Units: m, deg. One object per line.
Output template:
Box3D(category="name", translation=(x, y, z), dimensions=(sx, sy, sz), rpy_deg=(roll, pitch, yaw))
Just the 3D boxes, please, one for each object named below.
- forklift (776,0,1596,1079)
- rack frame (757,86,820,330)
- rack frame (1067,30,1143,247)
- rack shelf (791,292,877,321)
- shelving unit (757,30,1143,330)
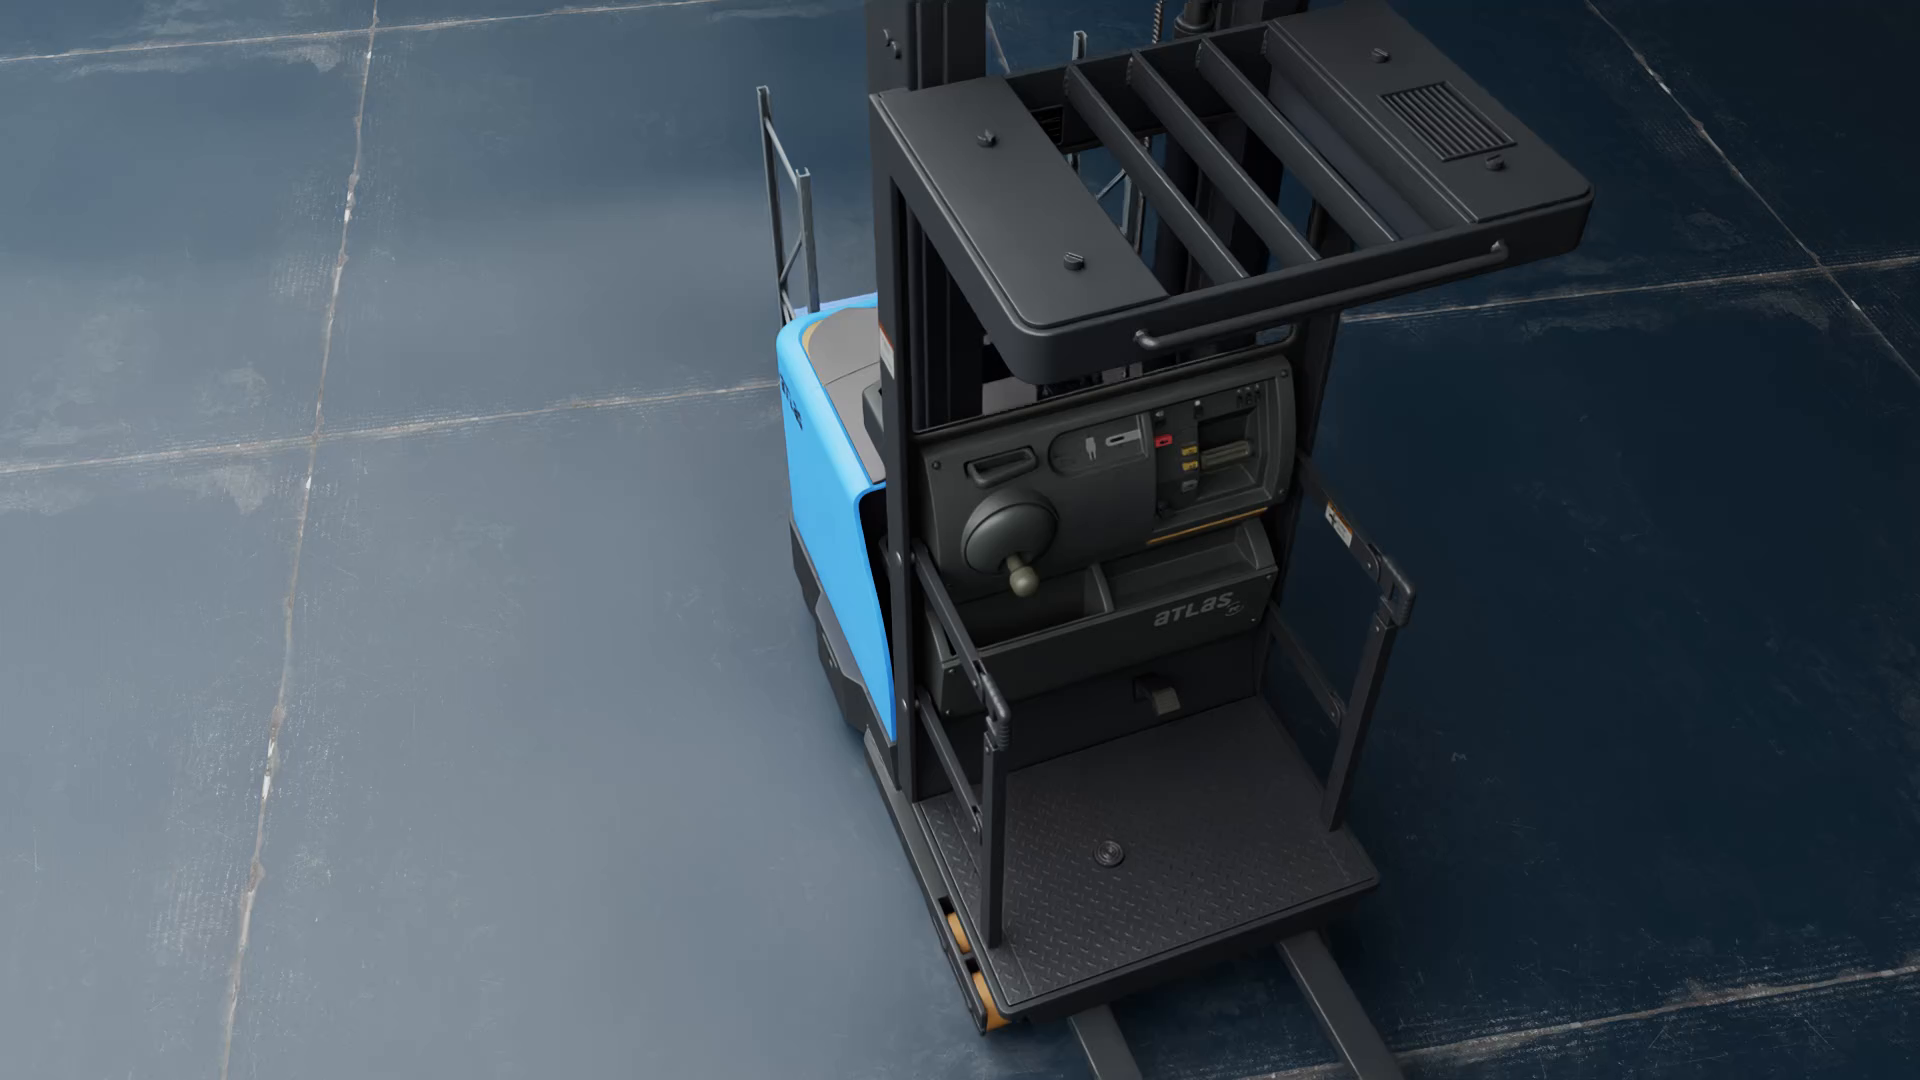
Box3D(category="forklift", translation=(0.444, -0.050, 3.763), dimensions=(1.130, 2.935, 3.031), rpy_deg=(-15, 48, -14))
Box3D(category="rack frame", translation=(-0.513, -0.666, 5.351), dimensions=(0.032, 1.500, 0.500), rpy_deg=(-14, 48, -13))
Box3D(category="rack frame", translation=(0.449, -0.901, 5.577), dimensions=(0.032, 1.500, 0.500), rpy_deg=(-14, 48, -13))
Box3D(category="rack shelf", translation=(-0.032, -0.659, 5.593), dimensions=(1.000, 0.185, 0.538), rpy_deg=(-14, 48, -13))
Box3D(category="shelving unit", translation=(-0.032, -0.784, 5.464), dimensions=(1.048, 1.500, 0.538), rpy_deg=(-14, 48, -13))
